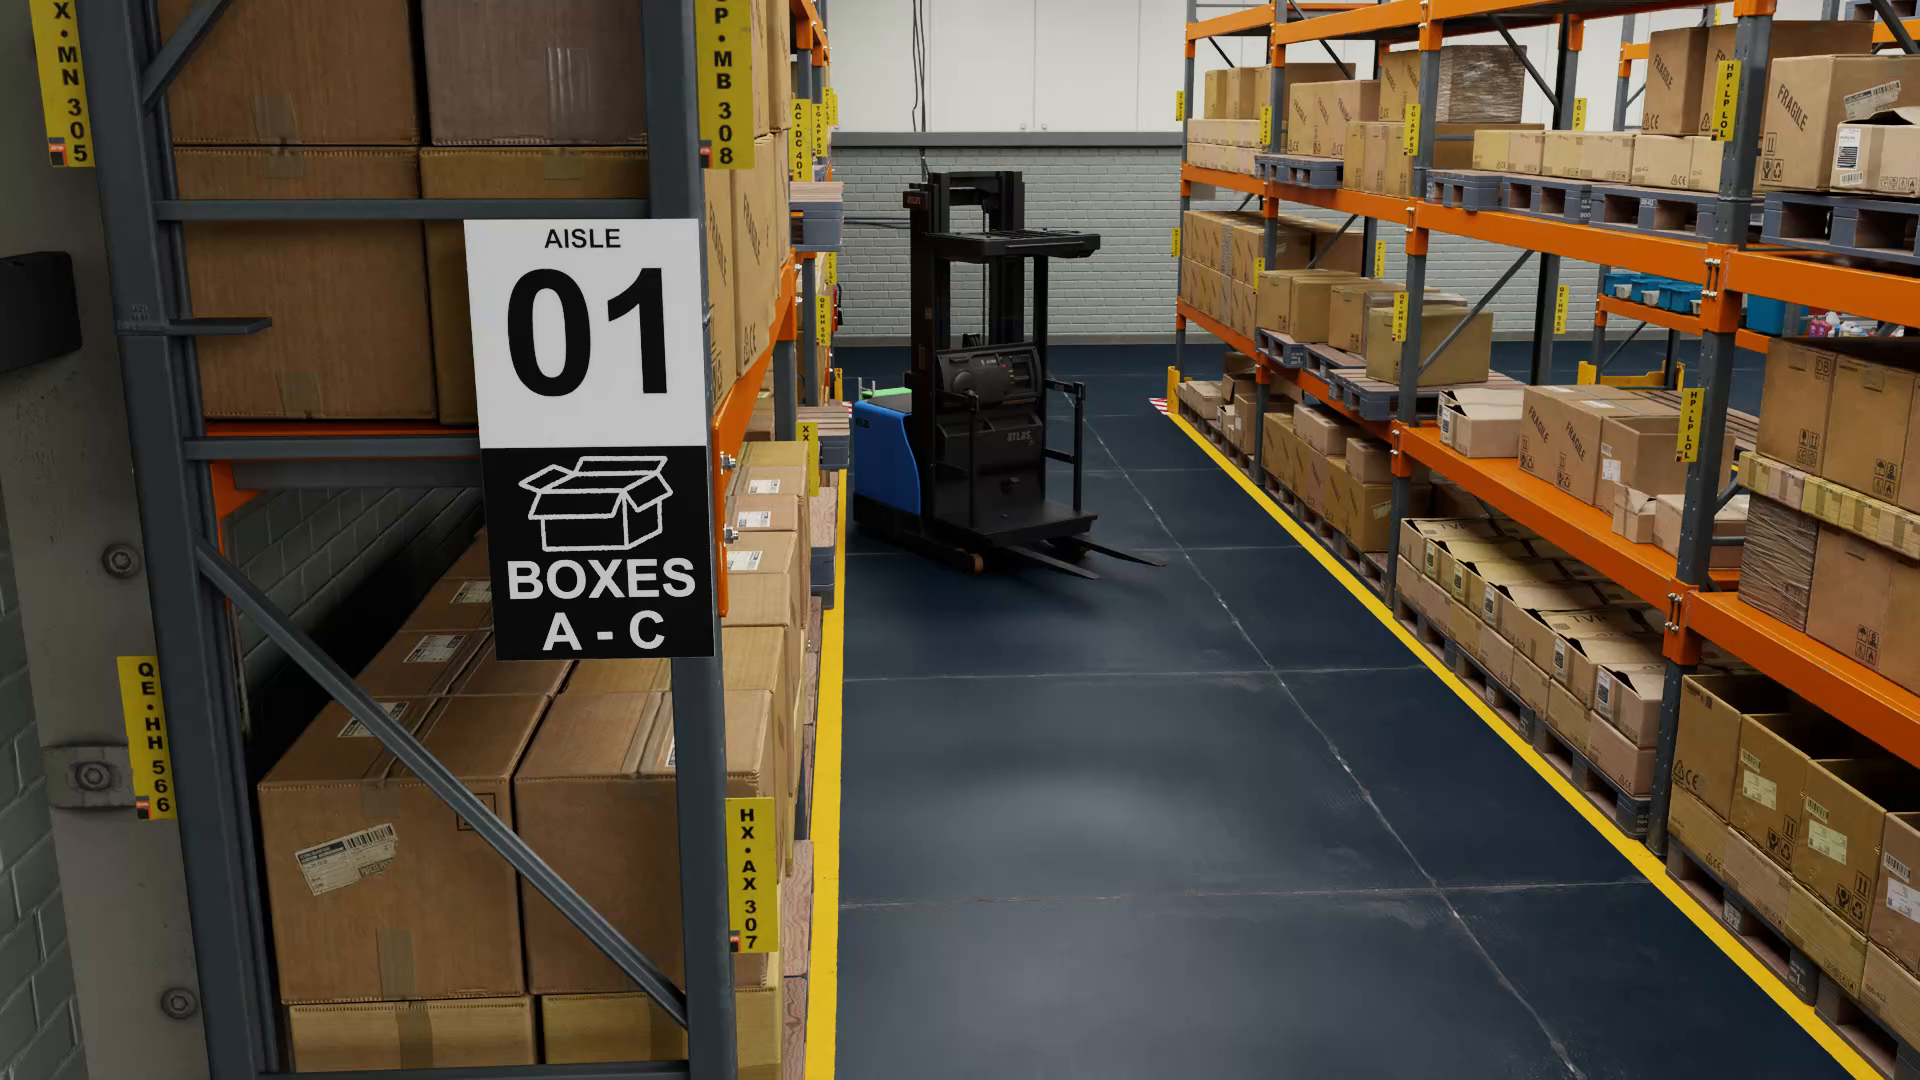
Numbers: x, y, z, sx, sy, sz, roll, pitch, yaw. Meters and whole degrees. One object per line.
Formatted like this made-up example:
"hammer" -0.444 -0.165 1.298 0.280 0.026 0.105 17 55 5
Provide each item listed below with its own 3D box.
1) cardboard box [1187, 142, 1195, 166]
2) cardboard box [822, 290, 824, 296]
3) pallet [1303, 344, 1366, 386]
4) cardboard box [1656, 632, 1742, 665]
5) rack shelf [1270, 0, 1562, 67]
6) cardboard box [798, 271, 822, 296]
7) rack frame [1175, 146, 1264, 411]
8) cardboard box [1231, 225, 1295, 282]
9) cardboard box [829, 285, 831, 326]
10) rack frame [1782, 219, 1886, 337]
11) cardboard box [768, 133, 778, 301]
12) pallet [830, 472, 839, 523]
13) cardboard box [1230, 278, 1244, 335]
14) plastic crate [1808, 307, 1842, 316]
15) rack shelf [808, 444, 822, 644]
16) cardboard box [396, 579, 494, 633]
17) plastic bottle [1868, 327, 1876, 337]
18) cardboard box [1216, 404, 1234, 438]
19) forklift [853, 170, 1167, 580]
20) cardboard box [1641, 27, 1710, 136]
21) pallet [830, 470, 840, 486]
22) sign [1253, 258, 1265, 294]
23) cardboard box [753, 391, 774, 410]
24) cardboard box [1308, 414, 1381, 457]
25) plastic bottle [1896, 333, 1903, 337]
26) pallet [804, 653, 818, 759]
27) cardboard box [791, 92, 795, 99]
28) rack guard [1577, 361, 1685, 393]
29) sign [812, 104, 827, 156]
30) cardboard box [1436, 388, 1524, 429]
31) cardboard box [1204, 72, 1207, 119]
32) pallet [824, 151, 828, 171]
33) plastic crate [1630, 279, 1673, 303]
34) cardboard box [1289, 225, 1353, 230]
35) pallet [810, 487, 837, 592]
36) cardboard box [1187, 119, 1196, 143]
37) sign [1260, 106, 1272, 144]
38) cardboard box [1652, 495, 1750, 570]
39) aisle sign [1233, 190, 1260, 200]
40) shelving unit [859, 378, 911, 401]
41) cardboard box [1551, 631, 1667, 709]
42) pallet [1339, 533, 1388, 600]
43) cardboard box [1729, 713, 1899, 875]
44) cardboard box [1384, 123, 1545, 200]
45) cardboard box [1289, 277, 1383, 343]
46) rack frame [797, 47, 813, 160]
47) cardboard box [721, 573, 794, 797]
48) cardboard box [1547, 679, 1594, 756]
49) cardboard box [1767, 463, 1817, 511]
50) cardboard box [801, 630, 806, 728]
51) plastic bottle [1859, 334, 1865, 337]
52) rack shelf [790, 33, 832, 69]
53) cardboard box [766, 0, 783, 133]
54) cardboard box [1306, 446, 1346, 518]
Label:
"cardboard box" 2.782 -4.224 18.205 0.500 0.250 0.500 -1 14 -3
"cardboard box" -1.348 -1.743 13.443 0.500 0.500 0.500 -1 14 -3
"pallet" 3.374 -1.377 13.243 1.003 0.211 1.213 -1 14 -3
"cardboard box" 3.945 0.634 8.592 0.500 0.311 0.500 -1 14 -4
"rack shelf" 3.376 -3.847 12.665 1.077 0.370 4.000 -1 14 -3
"cardboard box" -1.284 -1.849 12.350 0.500 0.250 0.500 -1 14 -3
"rack frame" 3.004 -2.976 19.072 1.000 3.000 0.127 -1 14 -3
"cardboard box" 2.928 -2.763 16.037 0.500 0.500 0.500 -1 14 -5
"cardboard box" -1.749 -2.366 16.099 0.980 0.700 0.700 -1 14 -5
"rack frame" 8.196 -2.057 15.500 1.000 3.000 0.127 -1 14 -3
"cardboard box" -0.808 -0.913 4.795 0.500 0.500 0.500 0 14 0
"pallet" -1.569 -0.362 14.511 1.003 0.211 1.213 -1 14 -3
"cardboard box" 2.931 -2.278 16.159 0.500 0.500 0.500 0 14 -2
"plastic crate" 8.391 -2.342 16.362 0.402 0.464 0.583 -1 14 -3
"rack shelf" -1.320 -0.063 9.195 1.077 0.370 4.000 -1 14 -3
"cardboard box" -1.248 0.413 4.658 0.500 0.500 0.500 -1 14 -5
"plastic bottle" 7.848 -1.681 14.276 0.061 0.283 0.133 -1 14 -3
"cardboard box" 2.887 -1.216 16.745 0.500 0.311 0.500 -1 14 -3
"forklift" 0.355 -1.290 12.659 1.130 2.935 3.031 -10 17 -33
"cardboard box" 3.690 -2.233 8.120 0.500 0.500 0.500 1 14 2
"pallet" -1.661 -0.743 15.992 1.003 0.211 1.213 -1 14 -3
"sign" 2.711 -2.390 15.058 0.100 0.325 0.005 -1 14 -3
"cardboard box" -1.221 -0.442 8.140 0.700 0.500 0.500 1 14 2
"cardboard box" 3.132 -0.849 13.436 0.500 0.250 0.500 -1 14 -4
"plastic bottle" 7.916 -1.587 13.926 0.152 0.276 0.135 -1 14 -3
"pallet" -1.325 0.939 9.454 1.003 0.211 1.213 -1 14 -3
"cardboard box" -1.648 -3.260 13.073 0.700 0.500 0.500 -1 14 -4
"rack guard" 7.934 -1.847 19.700 1.175 0.500 0.348 -1 14 -3
"sign" -0.903 -2.620 10.631 0.100 0.325 0.005 -1 14 -3
"cardboard box" 3.479 -0.852 10.996 0.500 0.311 0.500 0 14 0
"cardboard box" 3.052 -4.834 18.066 0.700 0.500 0.500 -1 14 -3
"pallet" -1.732 -3.517 15.334 1.003 0.211 1.213 -1 14 -3
"plastic crate" 7.676 -2.769 18.485 0.416 0.233 0.300 -1 14 -3
"cardboard box" 3.471 -2.763 16.040 0.500 0.500 0.500 -1 14 -5
"pallet" -1.099 -0.013 7.944 1.003 0.211 1.213 -1 14 -3
"cardboard box" 2.776 -4.466 18.143 0.500 0.250 0.500 -1 14 -3
"sign" 2.711 -3.674 14.728 0.100 0.325 0.005 -1 14 -3
"cardboard box" 3.673 -0.041 7.965 0.500 0.250 0.500 0 14 0
"aisle sign" 3.305 -4.256 18.833 0.394 0.787 0.004 -1 14 -3
"shelving unit" -0.581 -0.794 14.206 0.503 1.200 0.258 -10 17 -33
"cardboard box" 3.398 0.640 8.570 0.500 0.311 0.500 0 14 -2
"pallet" 3.491 0.178 12.411 1.003 0.211 1.213 -1 14 -3
"cardboard box" 3.502 1.018 6.720 0.500 0.500 0.500 -1 14 -3
"cardboard box" 3.439 -2.595 11.373 0.910 0.500 0.500 -1 14 -3
"cardboard box" 3.164 -1.941 14.009 0.700 0.500 0.500 1 14 5
"rack frame" -1.444 -3.814 10.291 1.000 3.000 0.127 -1 14 -3
"cardboard box" -0.725 0.406 4.686 0.500 0.500 0.500 -1 14 -5
"cardboard box" 3.403 0.912 8.636 0.500 0.250 0.500 -1 14 -4
"cardboard box" 3.587 -0.222 6.866 0.380 0.149 0.250 -1 14 -3
"cardboard box" -0.795 0.511 5.782 0.500 0.250 0.500 -1 14 -4
"plastic bottle" 7.853 -1.695 14.492 0.097 0.201 0.097 0 14 0
"rack shelf" -1.816 -4.764 16.230 1.077 0.370 4.000 -1 14 -3
"cardboard box" -0.808 -1.523 5.158 0.500 0.500 0.500 -1 14 -5
"cardboard box" 3.137 -0.477 13.493 0.500 0.500 0.500 -1 14 -6
